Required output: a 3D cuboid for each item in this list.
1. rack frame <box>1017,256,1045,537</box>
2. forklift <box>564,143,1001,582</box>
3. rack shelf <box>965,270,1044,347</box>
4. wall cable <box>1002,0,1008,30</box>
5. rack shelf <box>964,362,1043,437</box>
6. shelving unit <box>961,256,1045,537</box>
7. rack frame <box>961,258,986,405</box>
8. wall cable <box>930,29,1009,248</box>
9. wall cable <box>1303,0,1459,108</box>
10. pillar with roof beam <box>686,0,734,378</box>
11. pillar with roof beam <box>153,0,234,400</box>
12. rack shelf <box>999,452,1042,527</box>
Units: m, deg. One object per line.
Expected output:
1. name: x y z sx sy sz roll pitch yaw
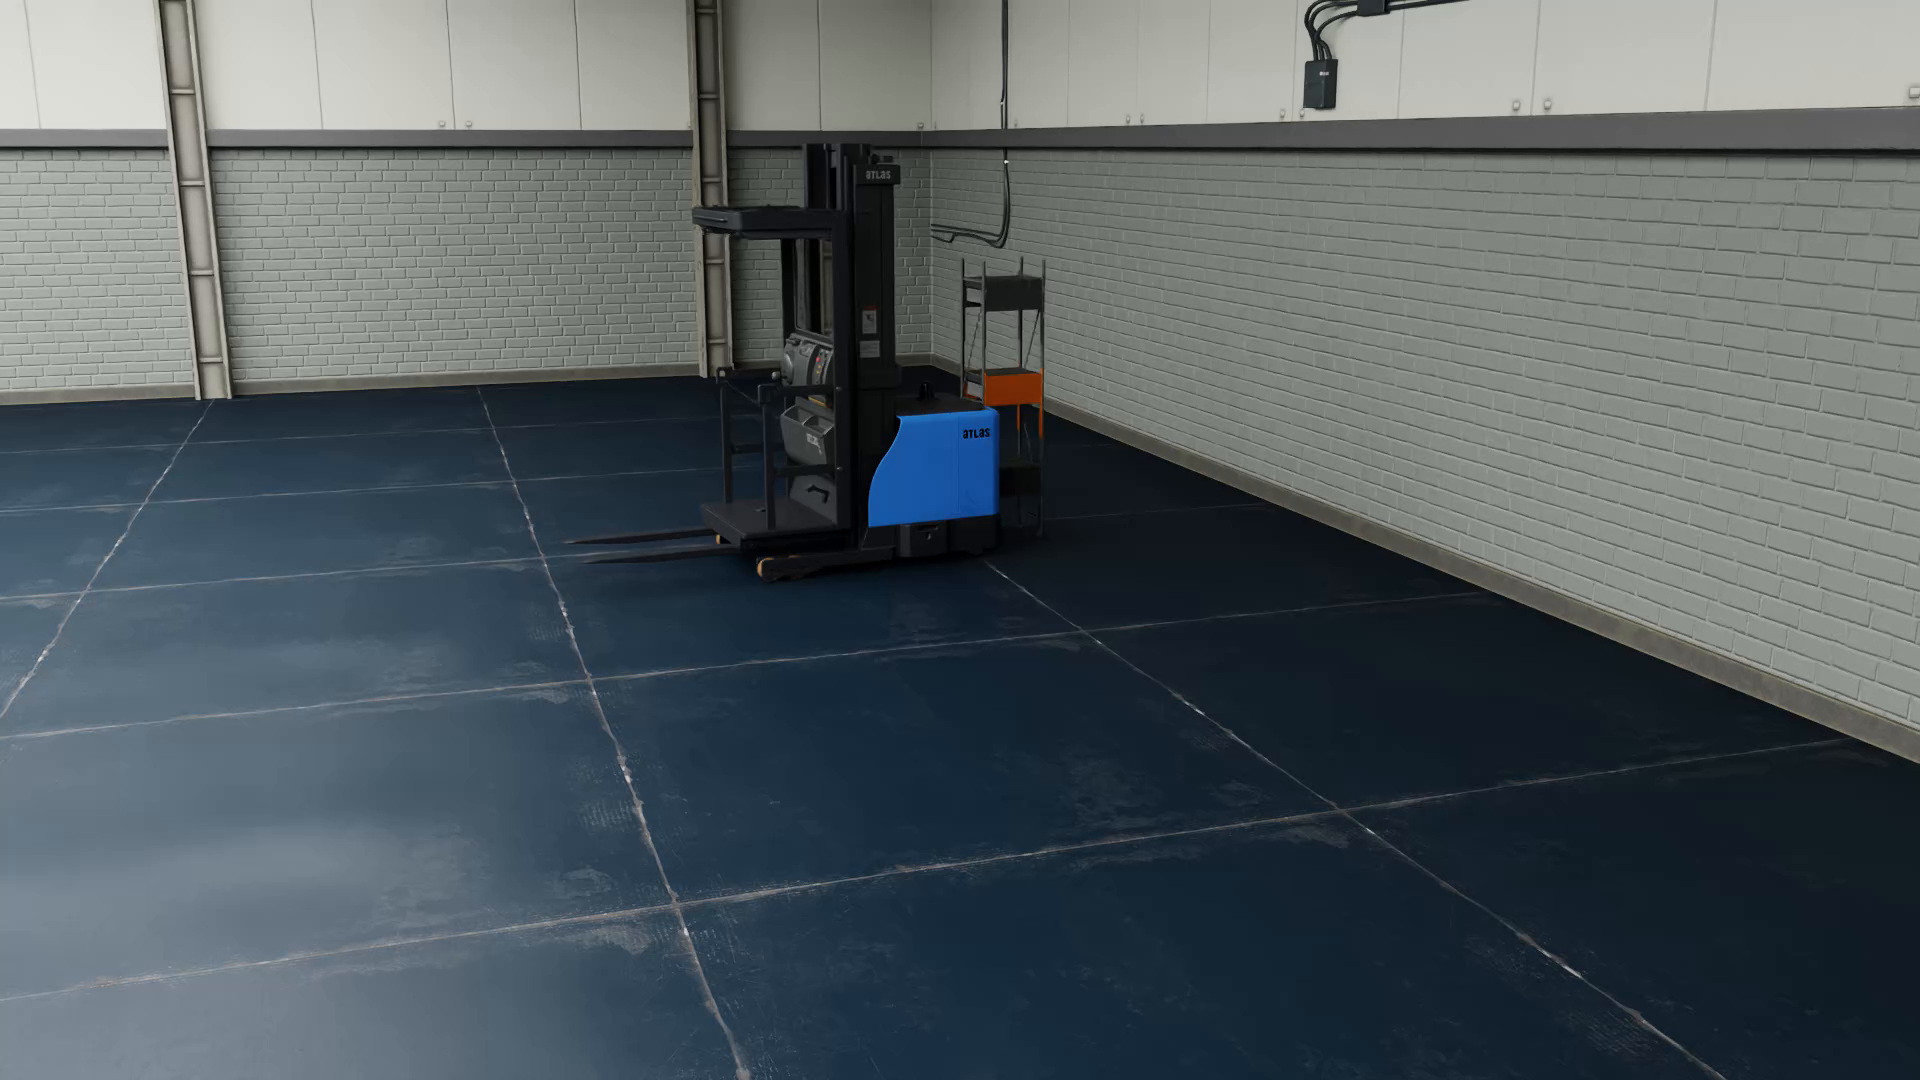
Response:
1. rack frame: 0.540 -1.088 12.679 0.015 2.100 0.400 -6 15 -24
2. forklift: -1.261 -1.278 11.680 3.031 2.935 1.130 -6 15 -24
3. rack shelf: 0.318 -1.732 12.422 0.480 0.518 0.431 -6 15 -24
4. wall cable: 0.908 -6.797 17.567 0.112 2.526 3.097 -4 14 -18
5. rack shelf: 0.318 -1.051 12.584 0.480 0.518 0.431 -6 15 -24
6. shelving unit: 0.318 -1.065 12.581 0.503 2.100 0.431 -6 15 -24
7. rack frame: 0.096 -1.041 12.482 0.015 2.100 0.400 -6 15 -24
8. wall cable: 0.045 -4.933 20.646 0.112 2.526 3.097 -4 14 -18
9. wall cable: 3.058 -6.015 11.135 0.169 6.003 2.305 -4 14 -18
10. pillar with roof beam: -1.796 -5.572 16.622 0.400 9.000 9.100 -4 14 -18
11. pillar with roof beam: -7.483 -5.129 14.761 0.400 9.000 9.100 -4 14 -18
12. rack shelf: 0.318 -0.370 12.746 0.480 0.518 0.431 -6 15 -24
